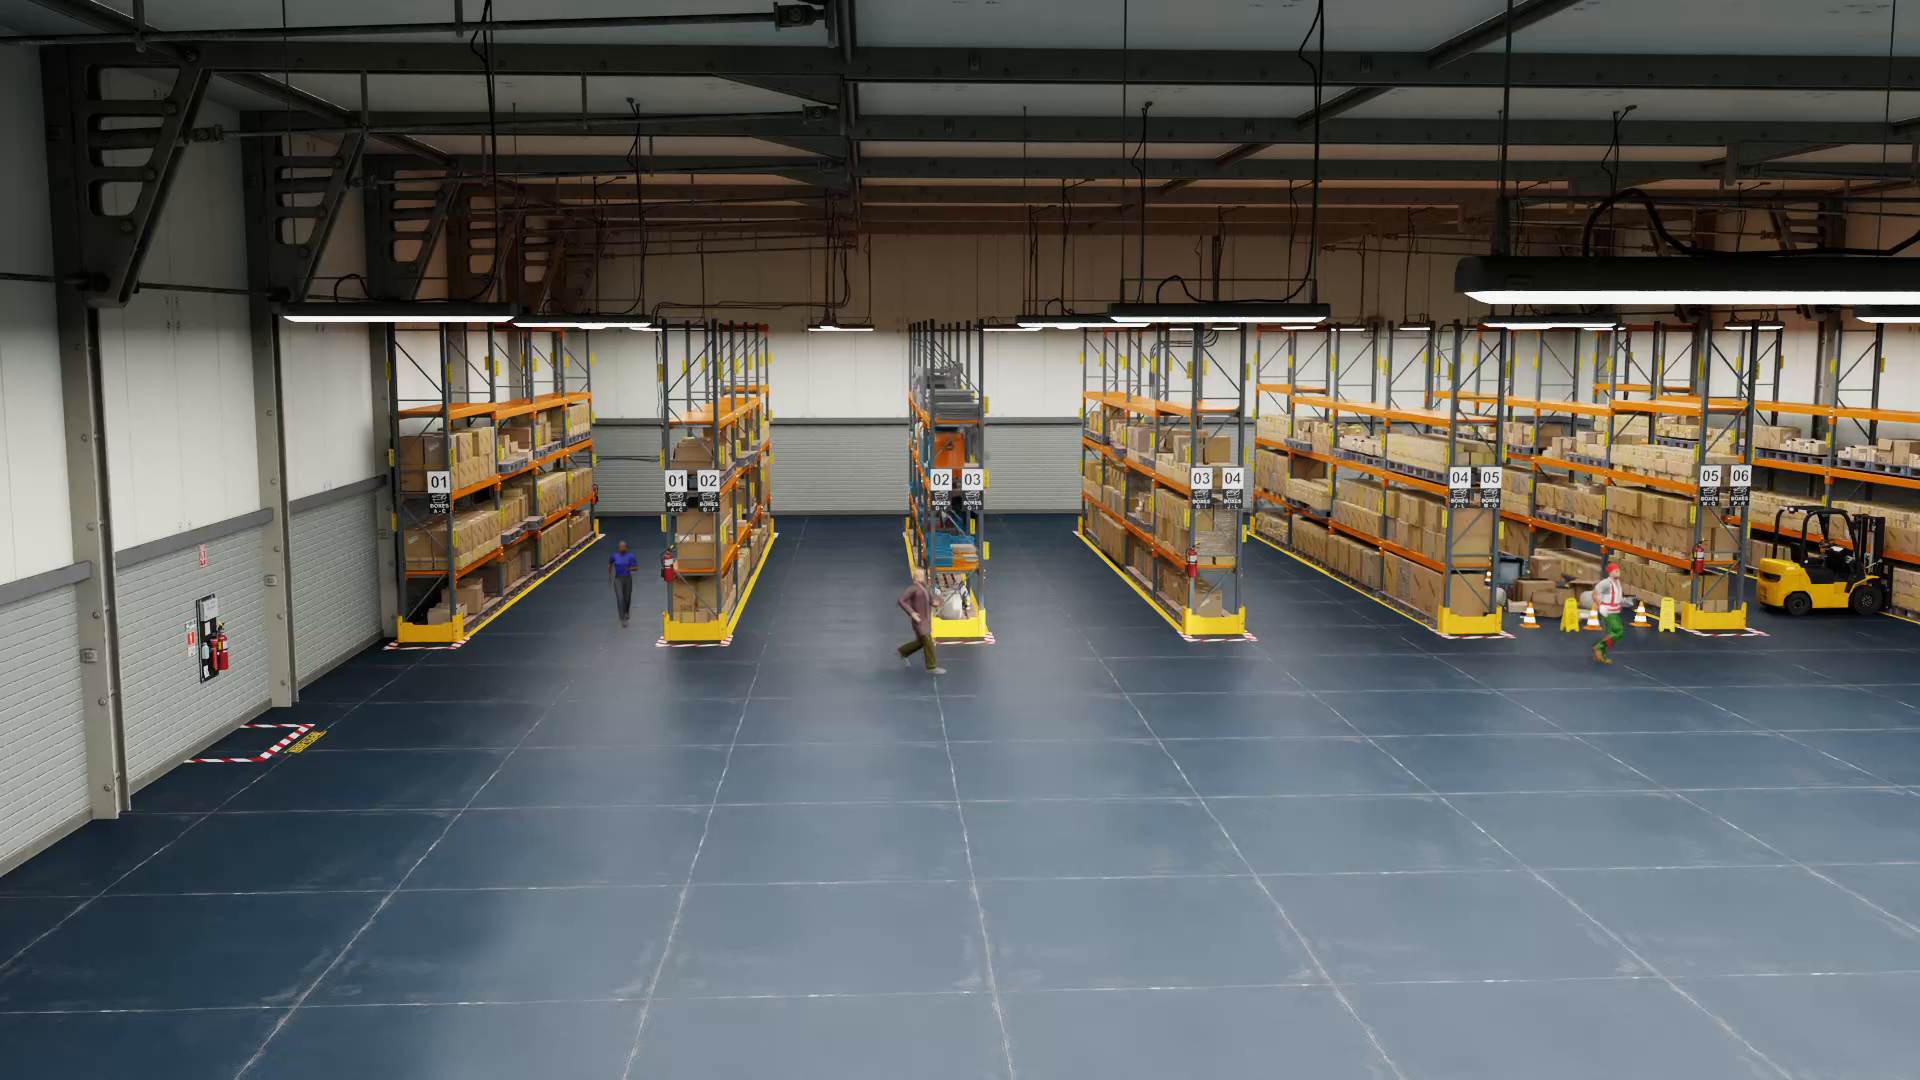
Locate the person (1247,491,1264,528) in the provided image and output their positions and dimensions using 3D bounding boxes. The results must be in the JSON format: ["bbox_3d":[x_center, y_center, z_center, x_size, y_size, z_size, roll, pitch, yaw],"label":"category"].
[{"bbox_3d":[8.819,-1.155,49.196,0.632,1.613,0.742,0,7,-2],"label":"person"}]

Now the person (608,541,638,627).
[{"bbox_3d":[-6.639,0.830,32.811,0.567,1.661,0.933,-2,7,-14],"label":"person"}]

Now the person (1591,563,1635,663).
[{"bbox_3d":[11.391,1.276,28.952,0.601,1.748,0.632,7,10,43],"label":"person"}]

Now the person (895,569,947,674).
[{"bbox_3d":[-0.680,1.369,28.107,1.027,1.755,0.715,3,8,24],"label":"person"}]

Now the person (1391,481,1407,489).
[{"bbox_3d":[13.064,-1.266,49.523,0.895,1.804,0.668,1,7,5],"label":"person"}]
